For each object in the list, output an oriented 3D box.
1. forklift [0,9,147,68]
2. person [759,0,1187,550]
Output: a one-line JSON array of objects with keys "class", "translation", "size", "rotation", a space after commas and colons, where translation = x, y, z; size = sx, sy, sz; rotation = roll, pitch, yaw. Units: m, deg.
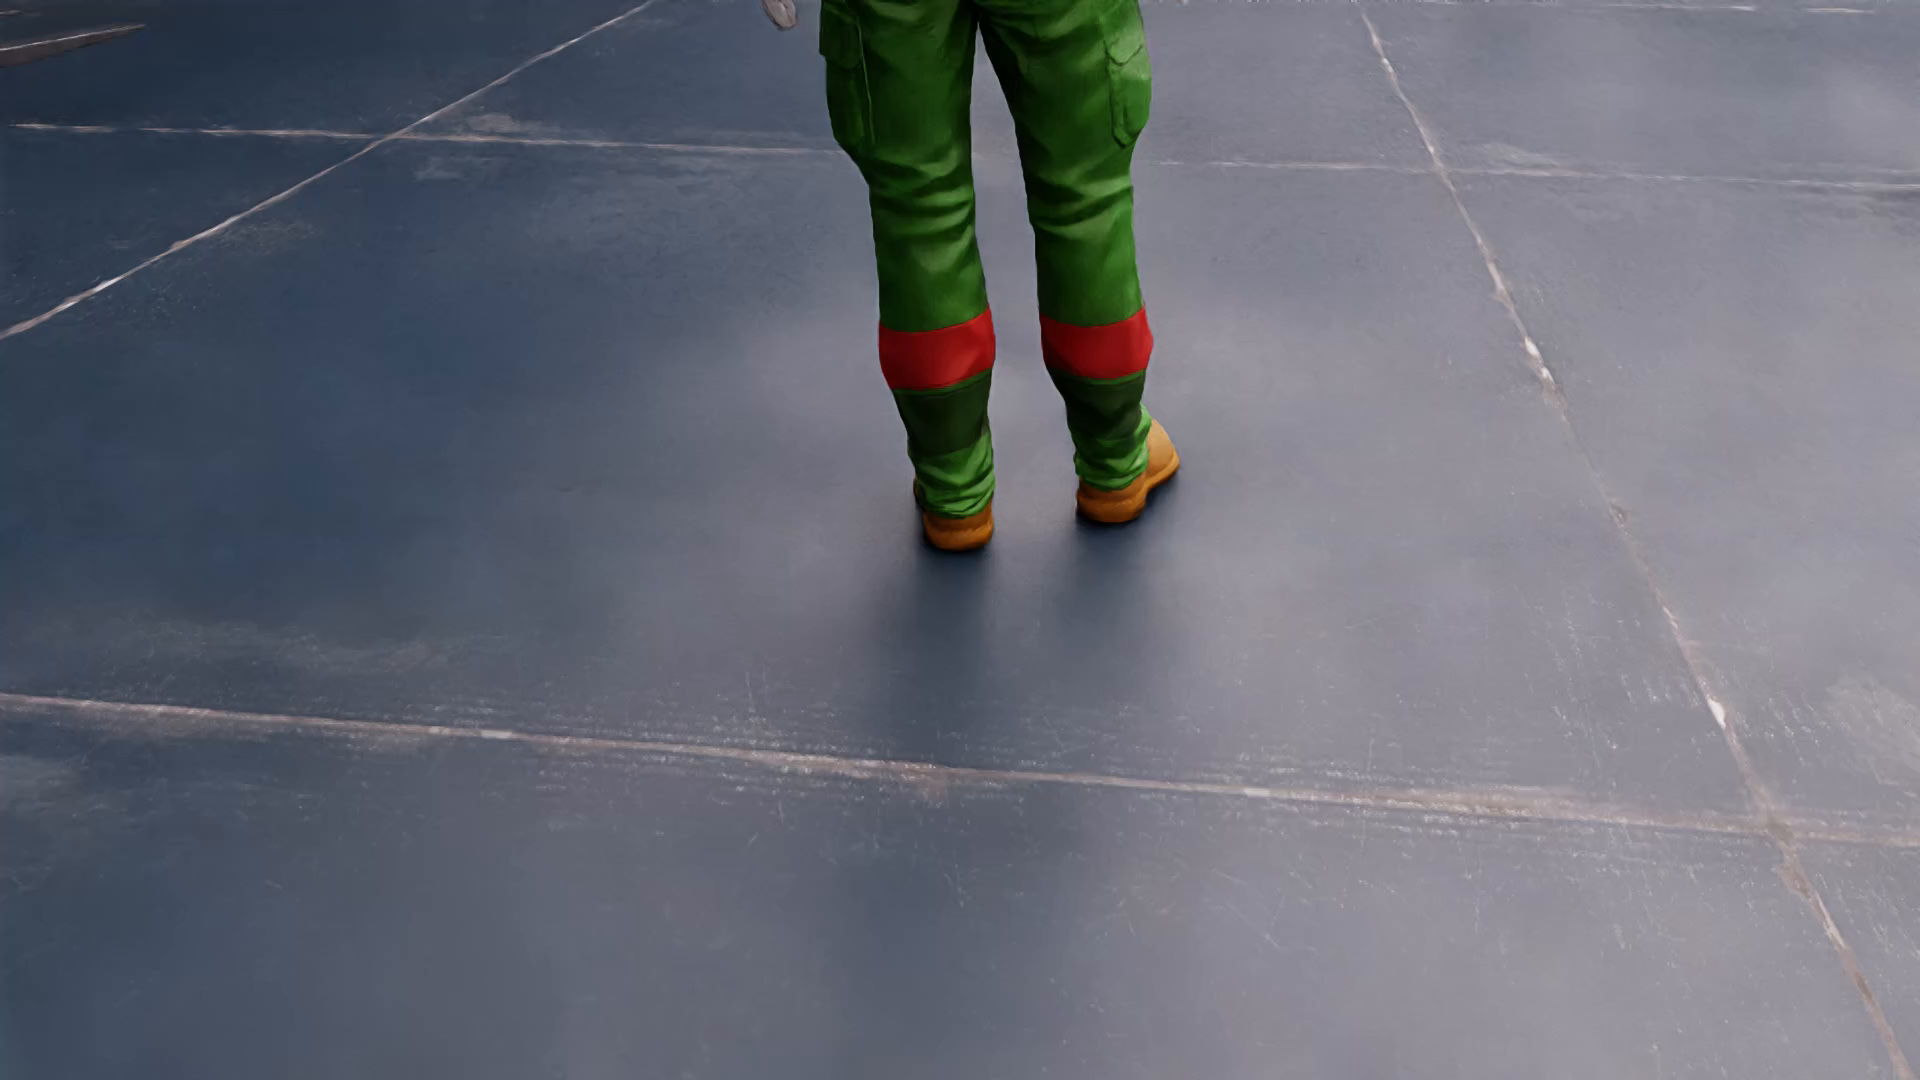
[{"class": "forklift", "translation": [-3.575, -2.216, 3.658], "size": [1.130, 2.935, 3.031], "rotation": [13, 29, 24]}, {"class": "person", "translation": [0.022, -0.840, 2.168], "size": [0.636, 1.783, 0.563], "rotation": [3, 27, 7]}]
